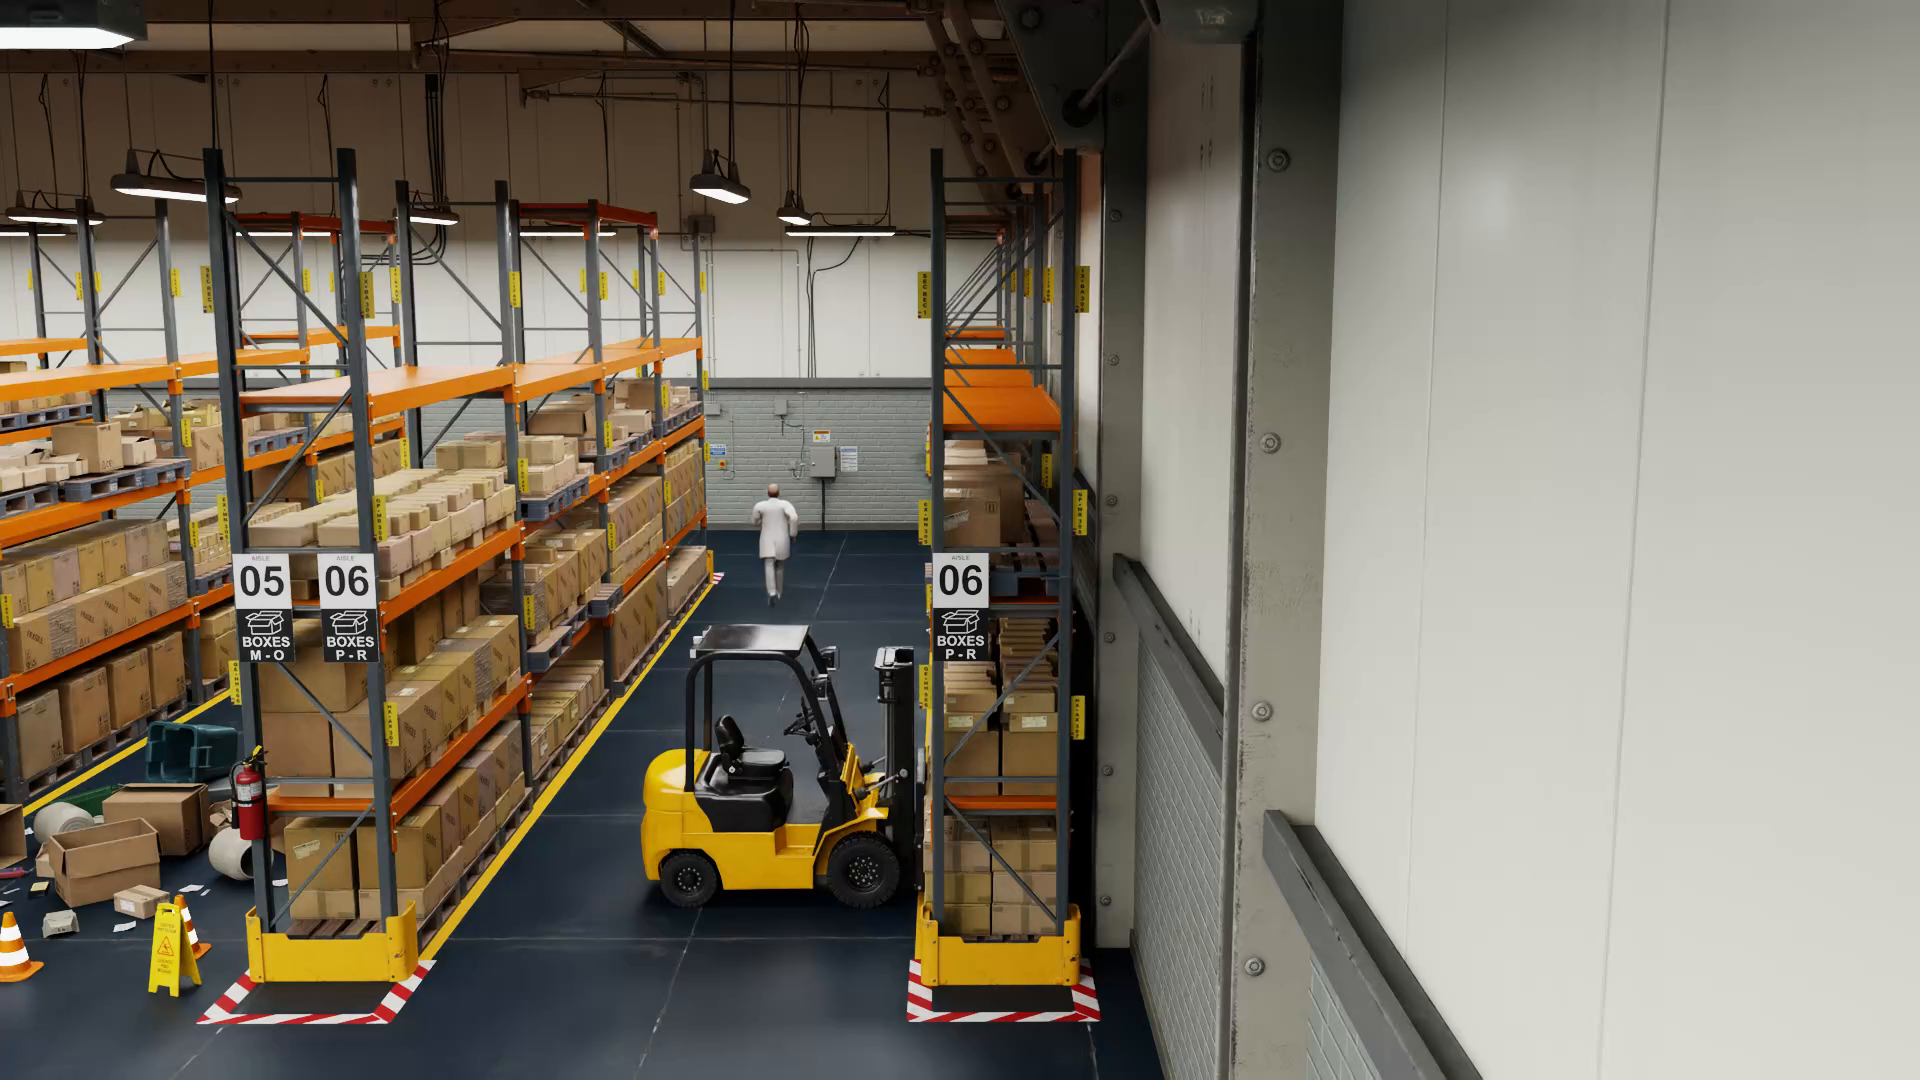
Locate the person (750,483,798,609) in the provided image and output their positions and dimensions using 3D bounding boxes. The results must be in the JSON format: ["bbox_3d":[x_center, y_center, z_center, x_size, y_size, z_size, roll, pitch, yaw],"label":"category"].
[{"bbox_3d":[-2.741,0.077,24.541,0.704,1.834,0.972,-1,9,-7],"label":"person"}]
